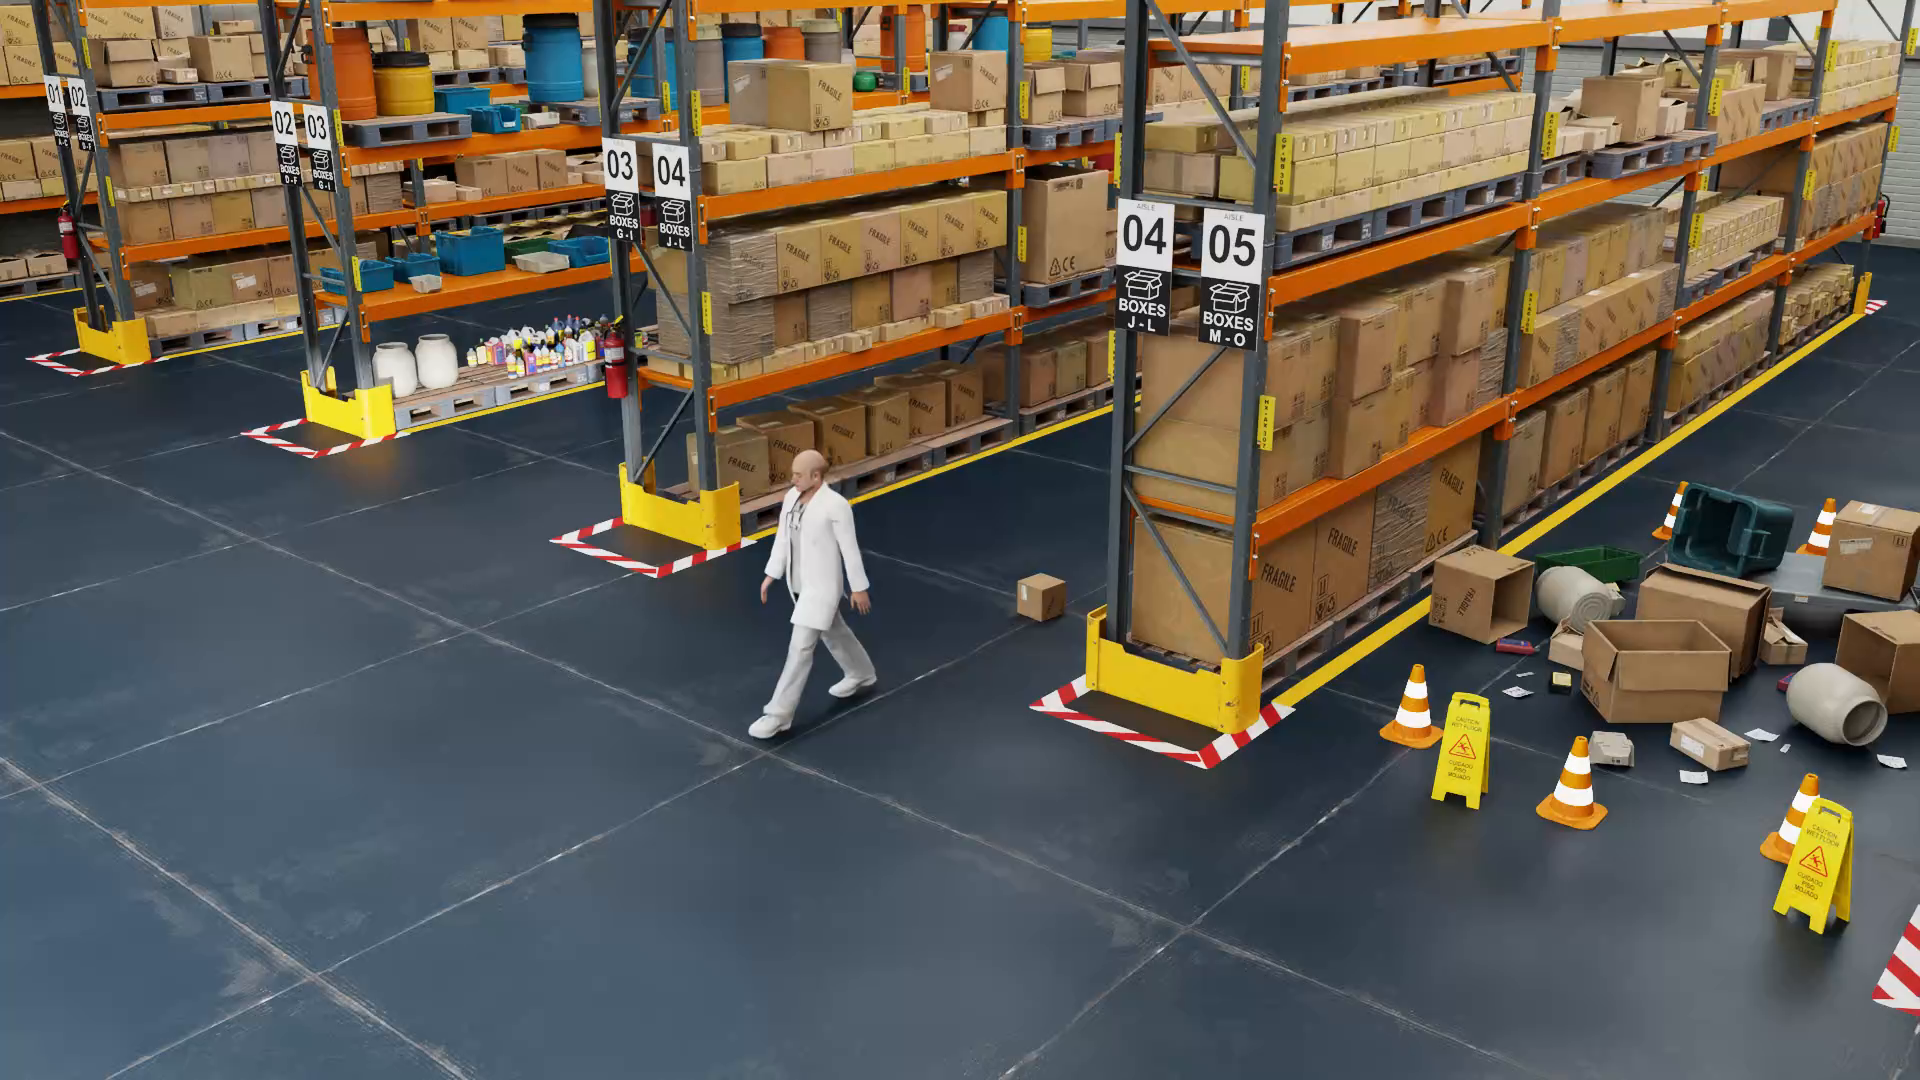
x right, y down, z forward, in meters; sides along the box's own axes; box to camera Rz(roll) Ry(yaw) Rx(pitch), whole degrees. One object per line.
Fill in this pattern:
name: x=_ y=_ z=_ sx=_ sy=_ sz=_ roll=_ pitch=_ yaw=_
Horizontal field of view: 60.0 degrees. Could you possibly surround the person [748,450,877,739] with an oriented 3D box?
person: x=-0.961 y=0.278 z=10.308 sx=1.131 sy=1.713 sz=0.636 roll=-15 pitch=25 yaw=-36
